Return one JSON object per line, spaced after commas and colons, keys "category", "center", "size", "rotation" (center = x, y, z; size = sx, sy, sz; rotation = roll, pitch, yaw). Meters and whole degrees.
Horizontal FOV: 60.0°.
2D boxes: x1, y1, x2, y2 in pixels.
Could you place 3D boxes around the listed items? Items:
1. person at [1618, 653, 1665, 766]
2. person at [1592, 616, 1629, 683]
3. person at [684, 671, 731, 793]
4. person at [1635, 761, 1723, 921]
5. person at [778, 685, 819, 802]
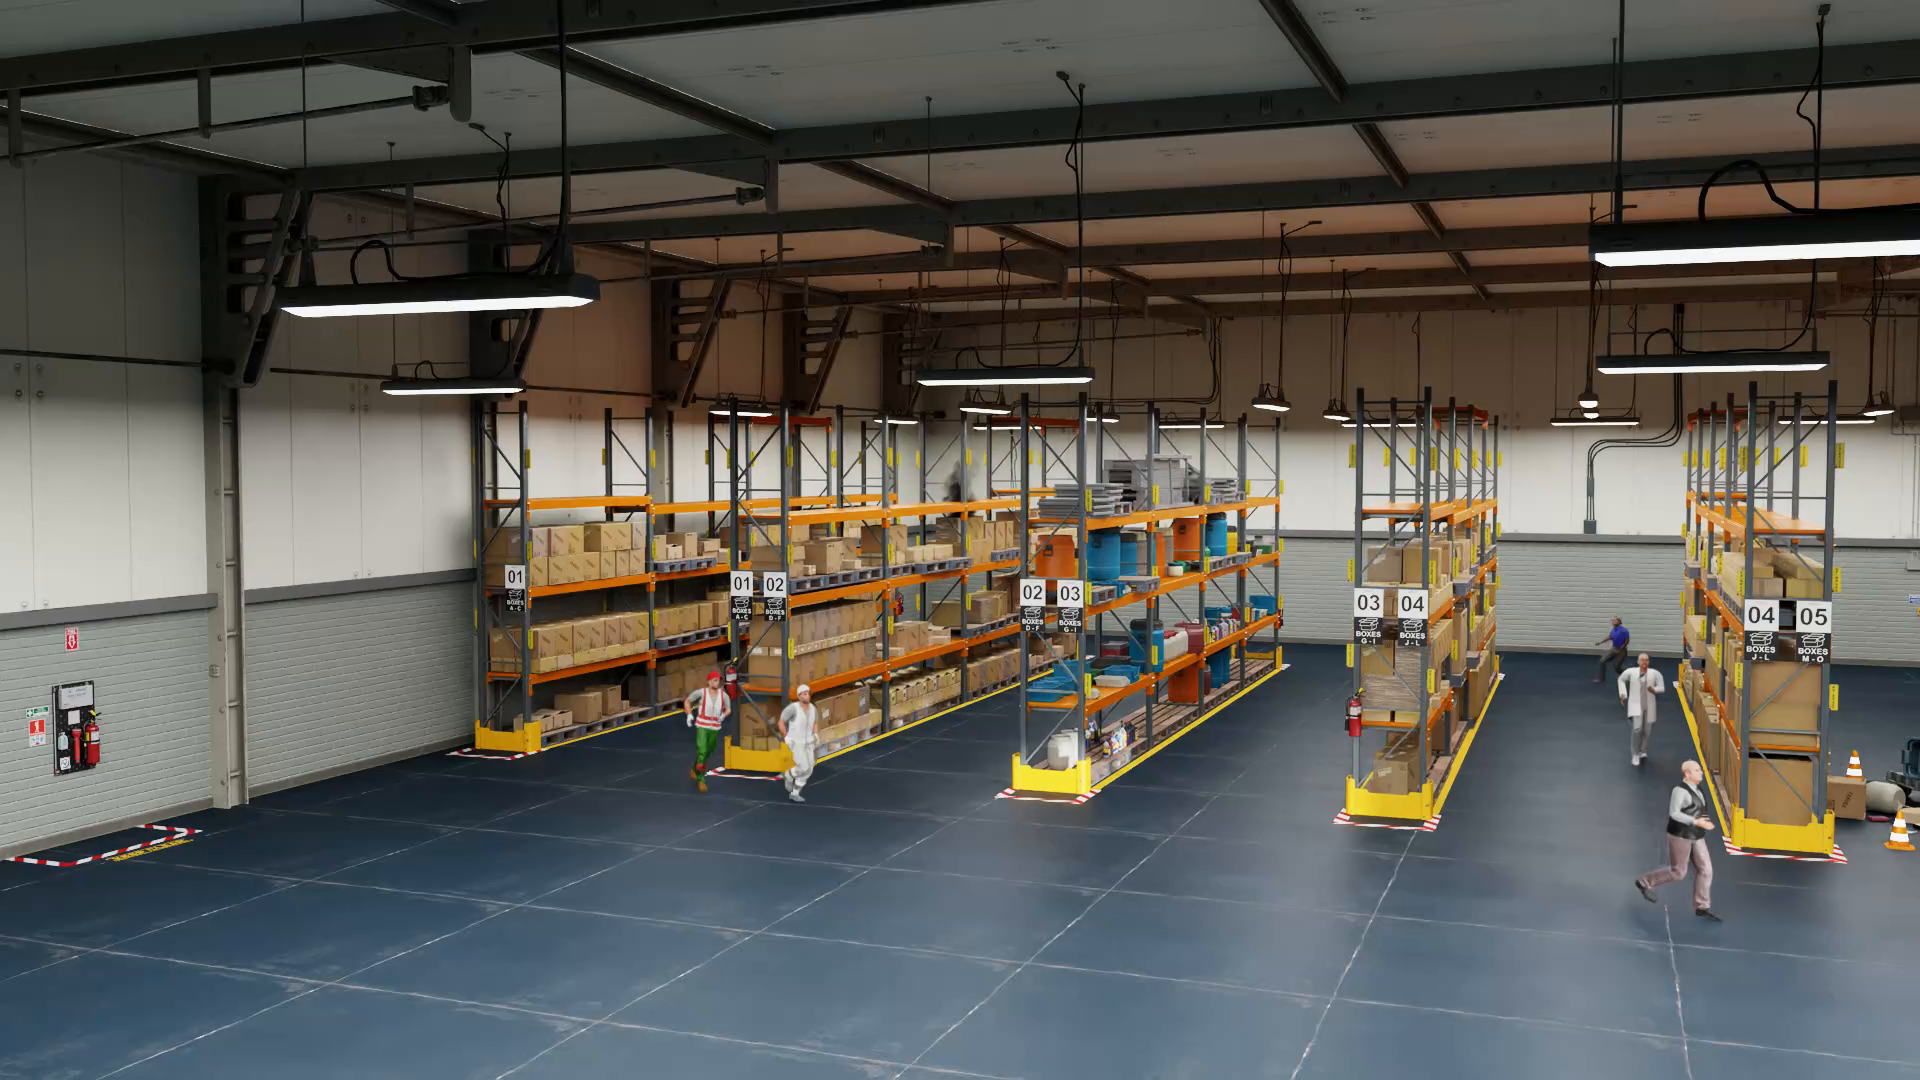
{"category": "person", "center": [11.234, 2.787, 27.391], "size": [0.675, 1.846, 0.829], "rotation": [1, 3, 11]}
{"category": "person", "center": [14.580, 2.440, 37.037], "size": [0.672, 1.503, 0.712], "rotation": [-2, 3, -31]}
{"category": "person", "center": [-3.837, 2.882, 25.401], "size": [0.704, 1.770, 0.942], "rotation": [-1, 3, -28]}
{"category": "person", "center": [7.910, 3.255, 18.234], "size": [0.646, 1.712, 0.927], "rotation": [-2, 4, -40]}
{"category": "person", "center": [-2.317, 2.962, 24.297], "size": [0.568, 1.711, 0.623], "rotation": [3, 4, 45]}
